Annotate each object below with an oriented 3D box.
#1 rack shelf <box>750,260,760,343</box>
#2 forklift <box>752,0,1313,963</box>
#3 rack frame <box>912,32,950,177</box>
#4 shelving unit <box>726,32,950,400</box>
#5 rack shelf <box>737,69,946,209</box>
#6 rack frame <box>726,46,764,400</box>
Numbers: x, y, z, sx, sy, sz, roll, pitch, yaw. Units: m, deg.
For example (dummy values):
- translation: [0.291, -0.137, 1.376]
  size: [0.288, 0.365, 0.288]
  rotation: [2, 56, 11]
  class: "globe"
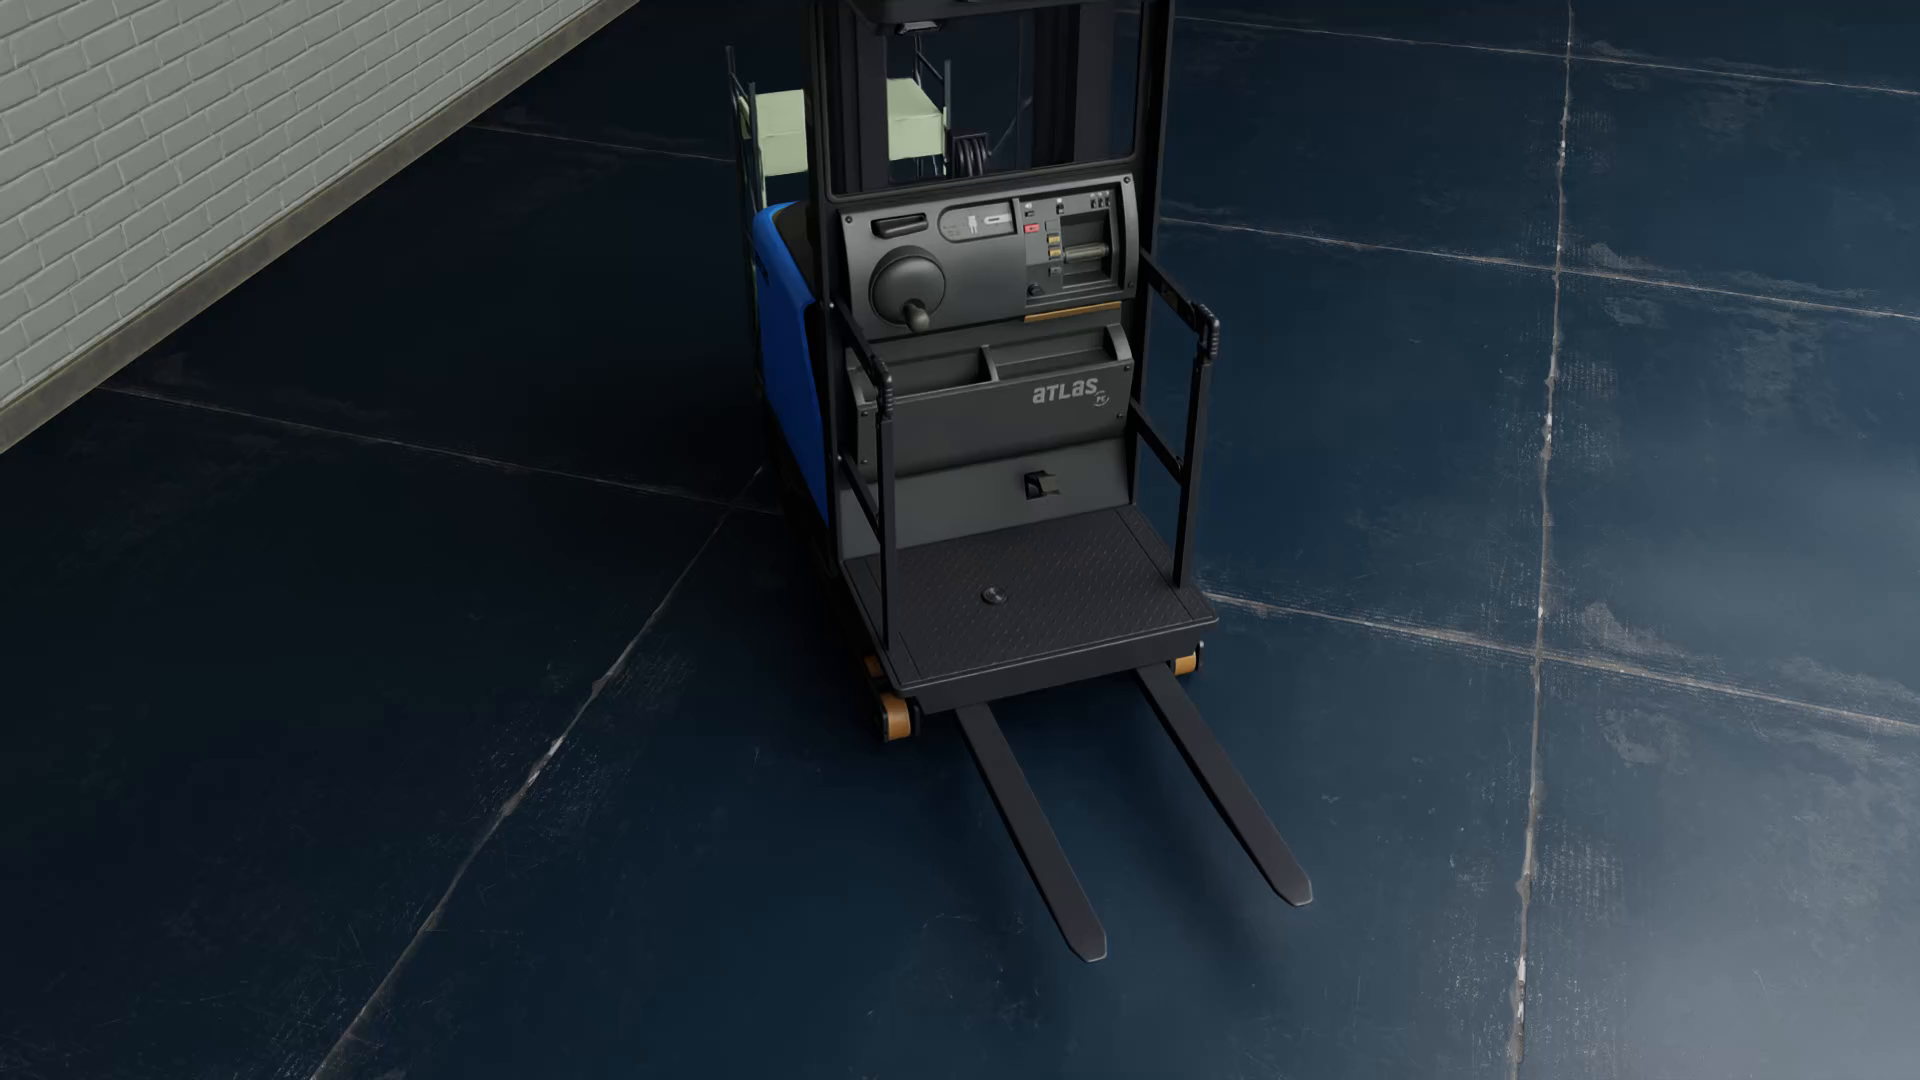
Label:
- translation: [-0.459, -0.942, 6.814]
  size: [0.720, 0.370, 0.431]
  rotation: [-11, 38, -15]
  class: "rack shelf"
- translation: [0.170, -0.805, 4.870]
  size: [1.130, 2.935, 3.031]
  rotation: [-11, 38, -15]
  class: "forklift"
- translation: [-0.111, -1.273, 6.714]
  size: [0.023, 1.500, 0.400]
  rotation: [-11, 38, -15]
  class: "rack frame"
- translation: [-0.459, -1.204, 6.621]
  size: [0.755, 1.500, 0.431]
  rotation: [-11, 38, -15]
  class: "shelving unit"
- translation: [-0.459, -1.519, 6.390]
  size: [0.720, 0.370, 0.431]
  rotation: [-11, 38, -15]
  class: "rack shelf"
- translation: [-0.806, -1.136, 6.528]
  size: [0.023, 1.500, 0.400]
  rotation: [-11, 38, -15]
  class: "rack frame"
